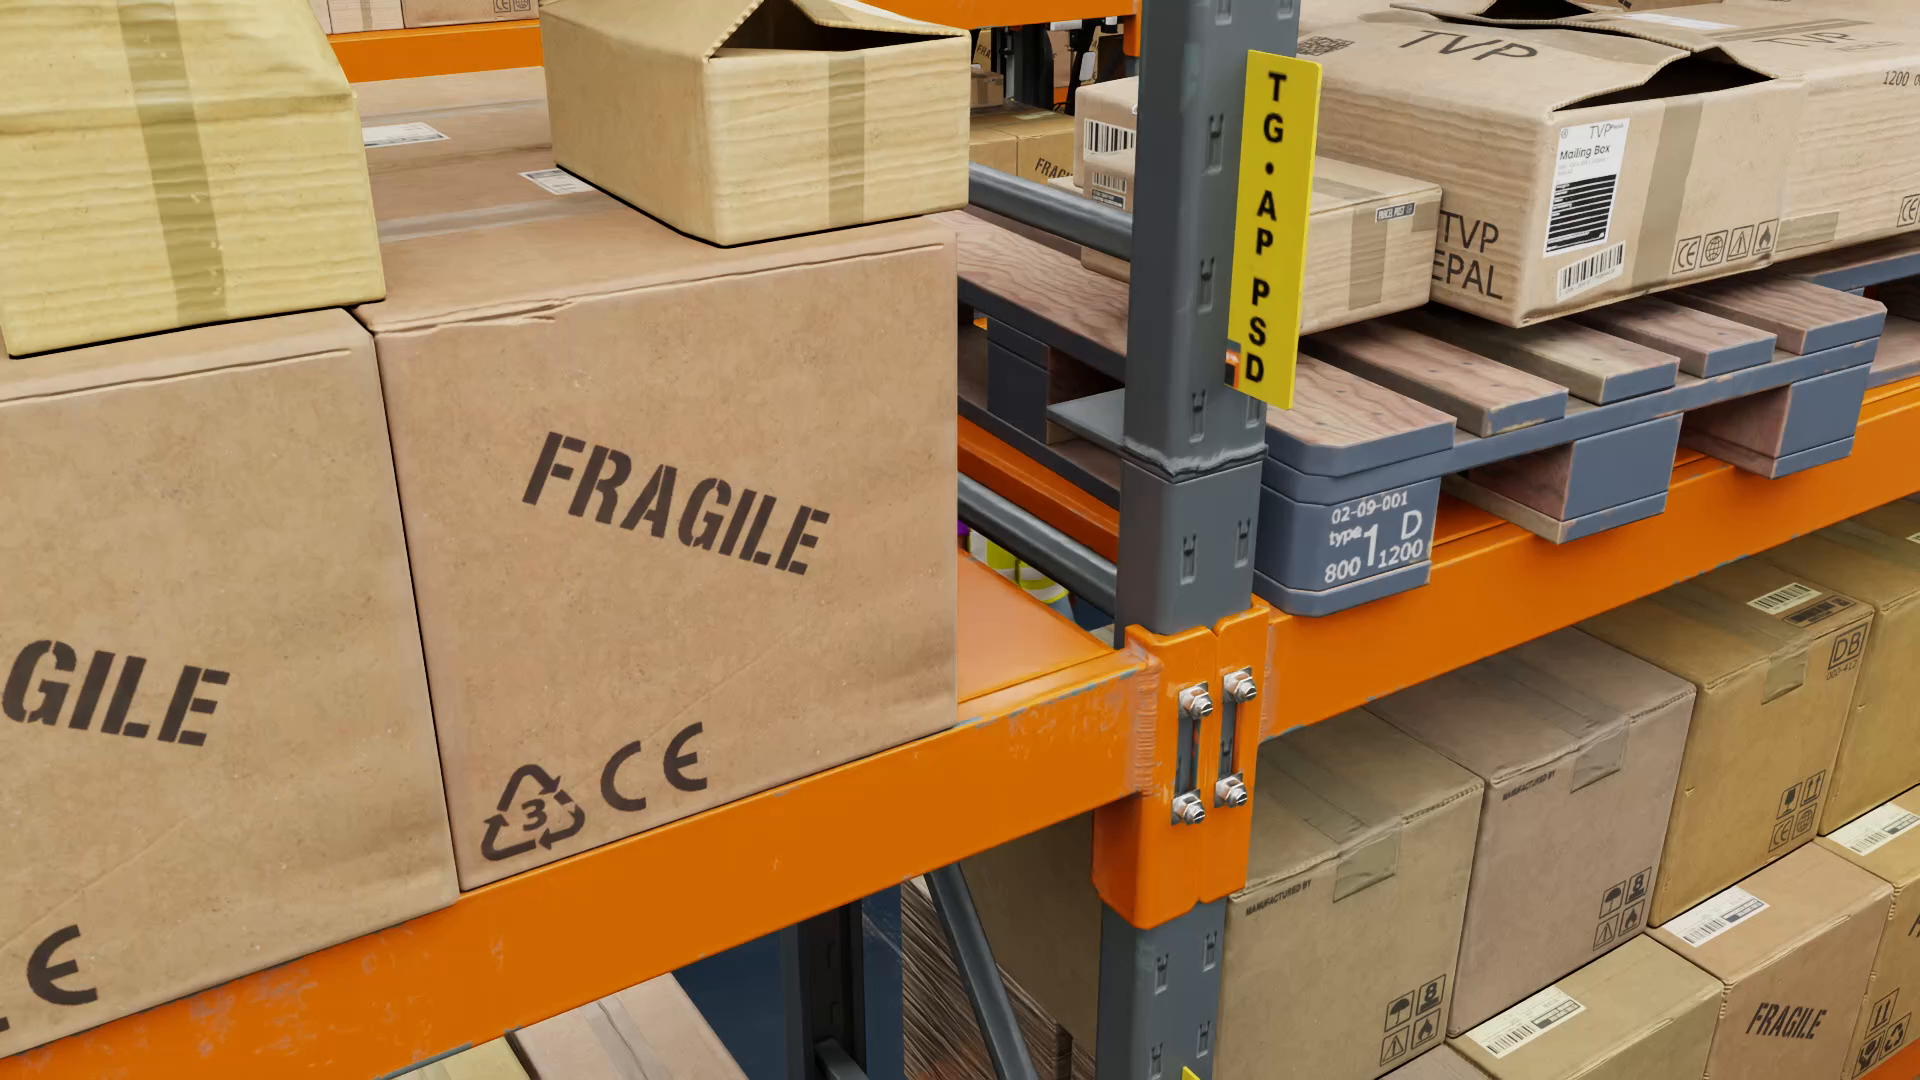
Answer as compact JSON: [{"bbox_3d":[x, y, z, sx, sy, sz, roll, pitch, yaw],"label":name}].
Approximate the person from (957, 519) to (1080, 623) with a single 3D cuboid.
[{"bbox_3d":[0.224,0.195,6.149,0.604,1.711,0.822,-2,25,-4],"label":"person"}]
